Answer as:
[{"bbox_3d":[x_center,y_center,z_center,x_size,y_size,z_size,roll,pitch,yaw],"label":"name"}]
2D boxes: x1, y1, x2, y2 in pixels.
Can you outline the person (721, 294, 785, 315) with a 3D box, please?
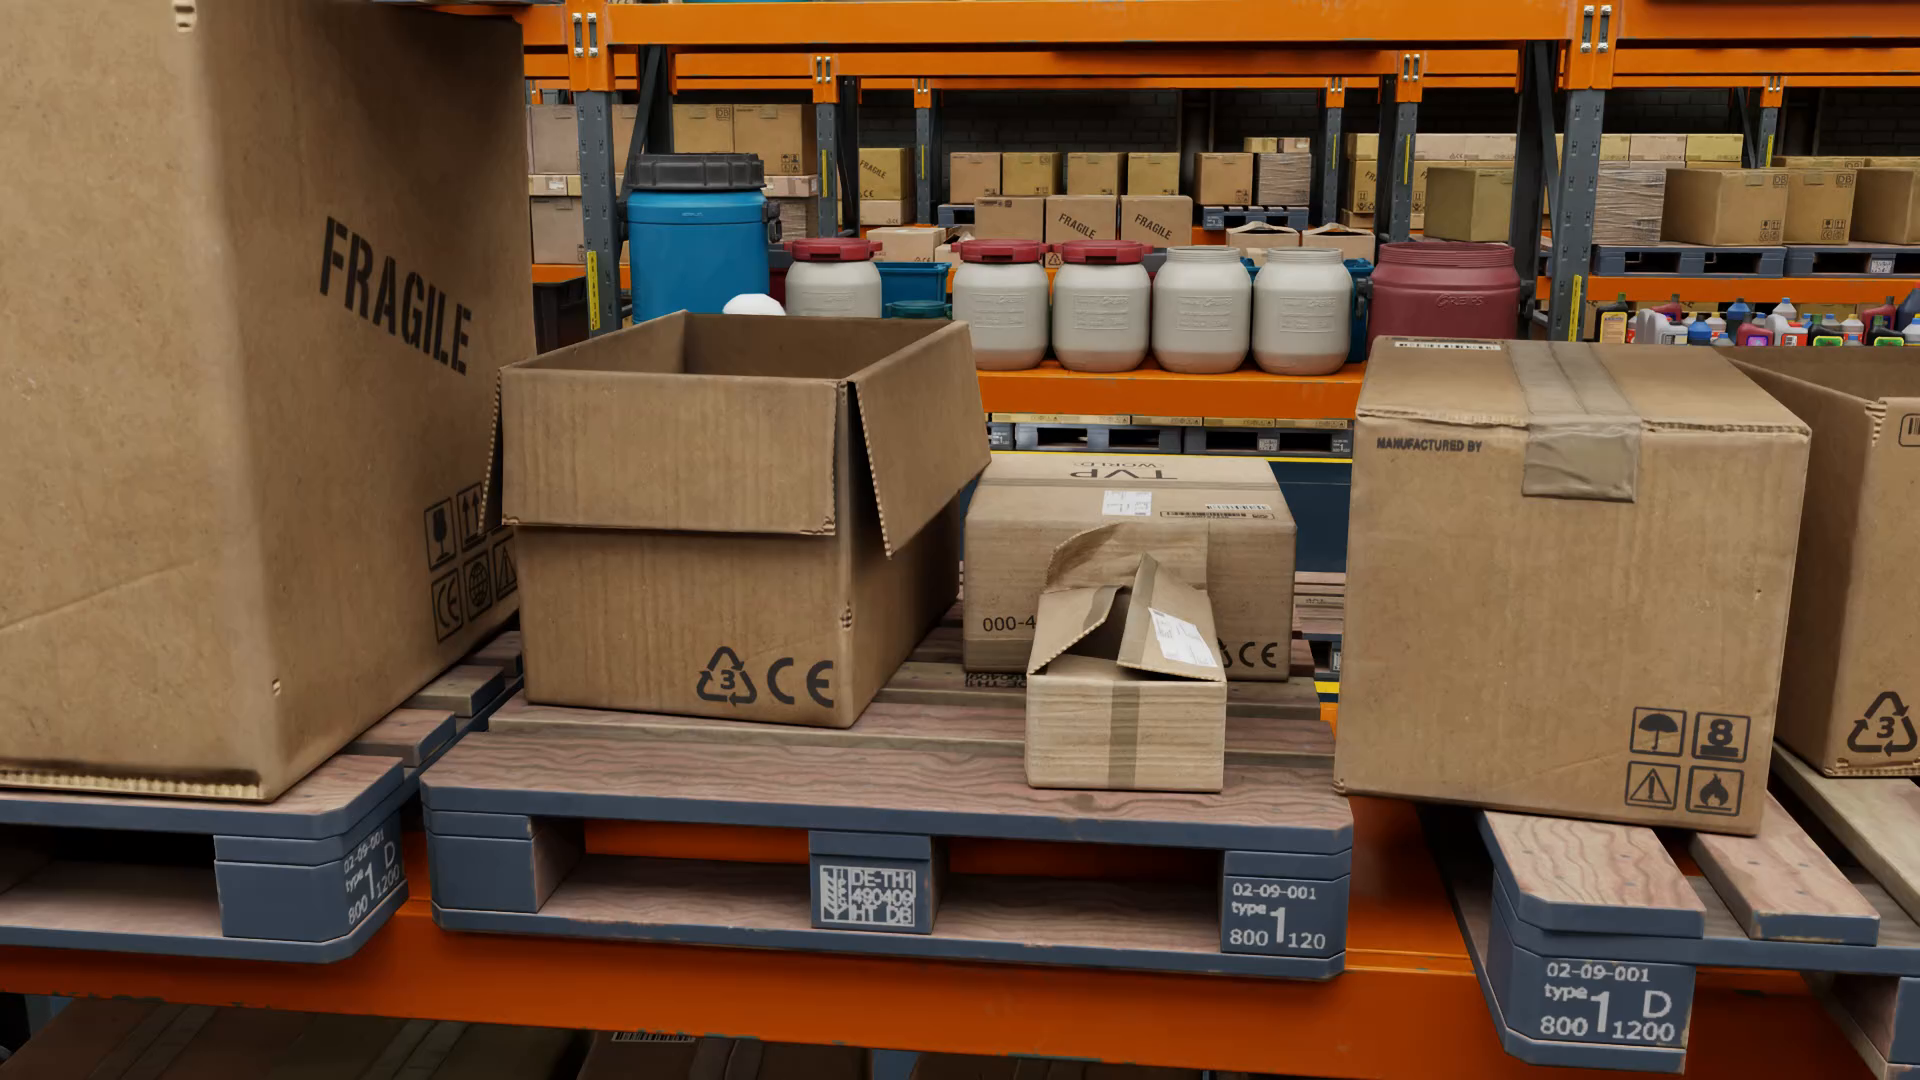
[{"bbox_3d":[-0.841,0.004,6.012,0.579,1.775,0.597,-1,14,-2],"label":"person"}]
